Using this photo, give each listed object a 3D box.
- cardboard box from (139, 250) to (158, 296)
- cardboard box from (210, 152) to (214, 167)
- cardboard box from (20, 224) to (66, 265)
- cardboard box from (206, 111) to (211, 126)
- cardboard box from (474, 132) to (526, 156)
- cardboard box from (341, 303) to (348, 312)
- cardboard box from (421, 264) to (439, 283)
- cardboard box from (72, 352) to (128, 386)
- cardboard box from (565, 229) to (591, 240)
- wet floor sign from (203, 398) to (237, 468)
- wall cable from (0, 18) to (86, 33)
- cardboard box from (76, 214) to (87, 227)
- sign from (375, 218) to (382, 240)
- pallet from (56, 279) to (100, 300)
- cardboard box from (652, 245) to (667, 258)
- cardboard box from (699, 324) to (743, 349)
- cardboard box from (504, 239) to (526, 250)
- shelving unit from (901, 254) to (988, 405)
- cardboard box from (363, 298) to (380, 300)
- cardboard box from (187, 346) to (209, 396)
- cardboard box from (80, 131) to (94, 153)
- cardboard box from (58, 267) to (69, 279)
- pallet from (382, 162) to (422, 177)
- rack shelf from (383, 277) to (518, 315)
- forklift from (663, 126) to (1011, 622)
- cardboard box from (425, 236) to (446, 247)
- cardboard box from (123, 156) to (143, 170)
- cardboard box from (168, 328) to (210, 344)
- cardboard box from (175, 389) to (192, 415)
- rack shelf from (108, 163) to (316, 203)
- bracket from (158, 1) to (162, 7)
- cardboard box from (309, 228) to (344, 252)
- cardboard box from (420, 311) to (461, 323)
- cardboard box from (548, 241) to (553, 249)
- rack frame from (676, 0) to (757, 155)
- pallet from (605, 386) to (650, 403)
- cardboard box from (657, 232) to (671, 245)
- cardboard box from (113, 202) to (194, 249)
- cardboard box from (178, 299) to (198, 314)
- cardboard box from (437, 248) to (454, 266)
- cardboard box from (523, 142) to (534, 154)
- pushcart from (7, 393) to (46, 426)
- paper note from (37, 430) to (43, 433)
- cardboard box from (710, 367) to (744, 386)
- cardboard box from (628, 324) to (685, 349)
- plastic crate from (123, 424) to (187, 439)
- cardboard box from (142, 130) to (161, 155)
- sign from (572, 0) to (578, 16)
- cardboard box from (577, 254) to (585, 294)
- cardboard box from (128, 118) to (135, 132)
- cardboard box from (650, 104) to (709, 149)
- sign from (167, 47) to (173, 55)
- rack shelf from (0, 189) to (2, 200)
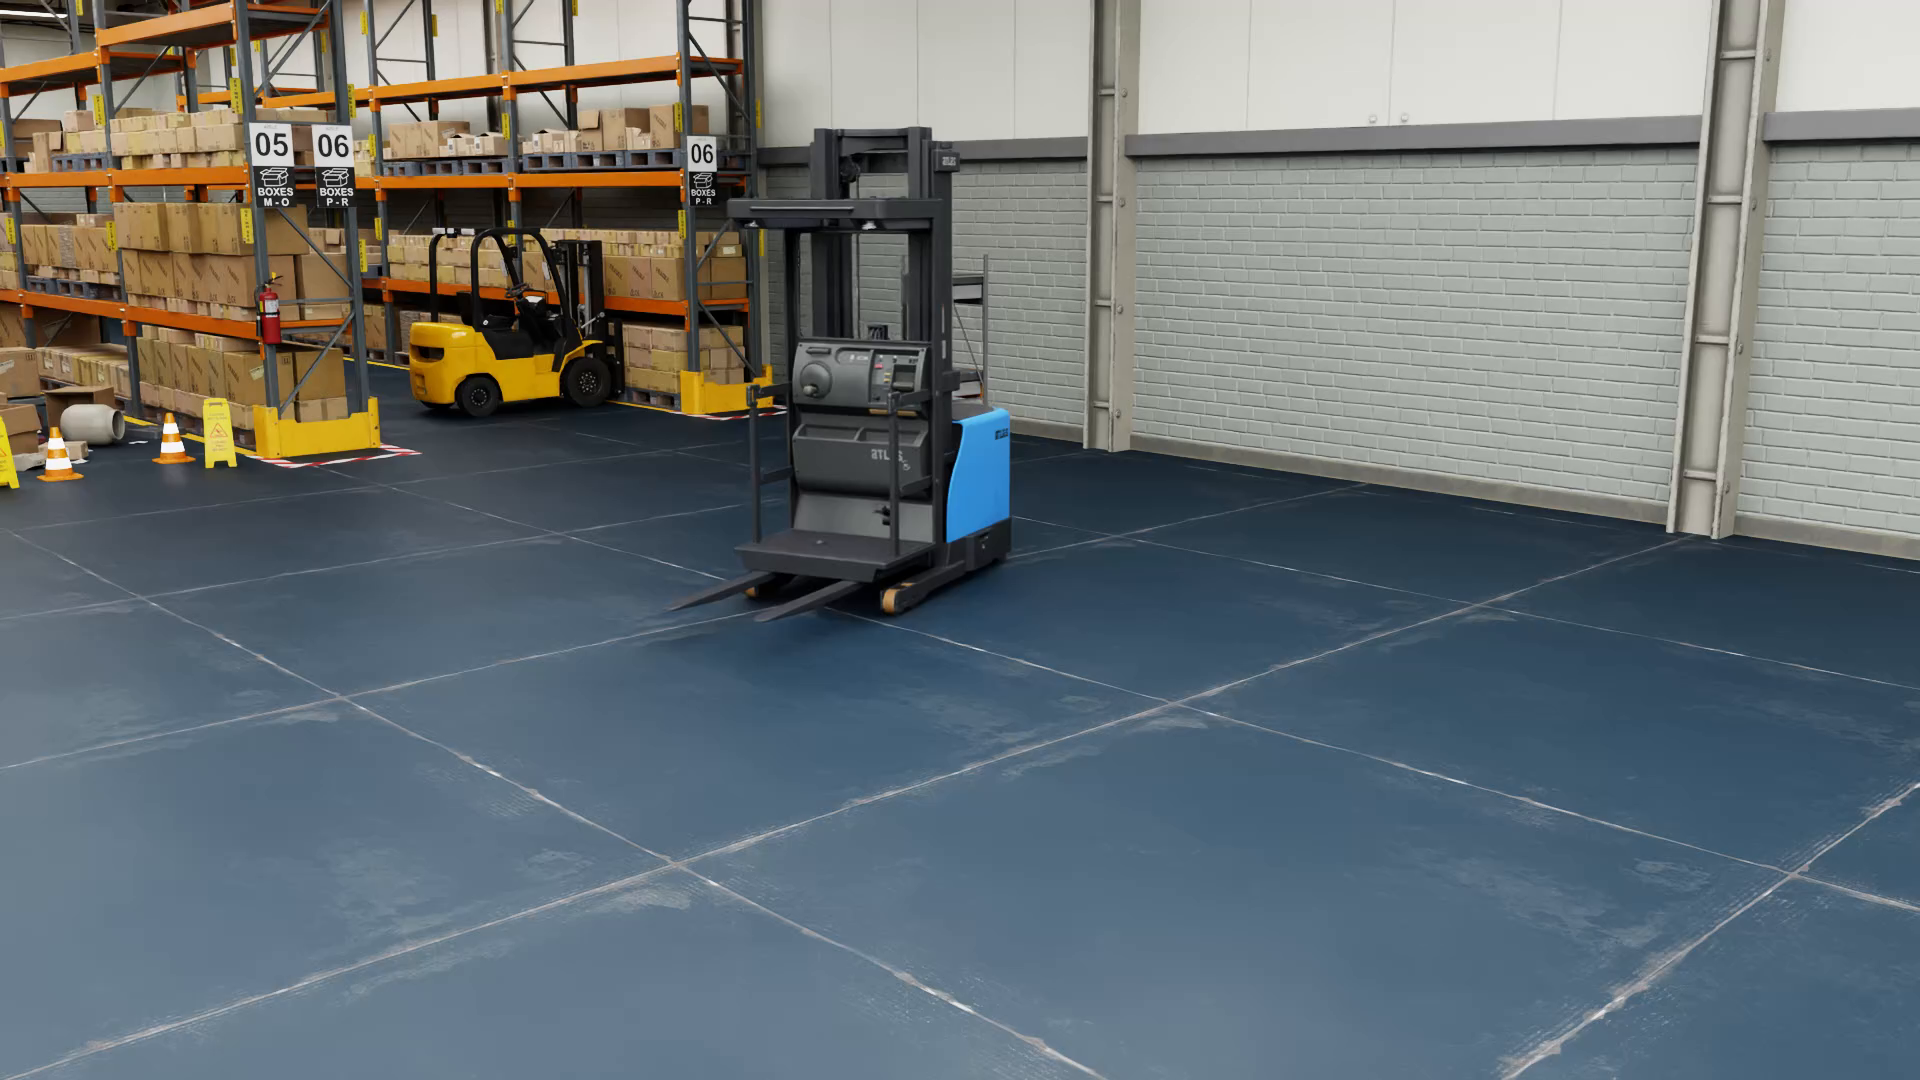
[{"bbox_3d":[-8.699,-2.962,18.367,0.500,0.500,0.500,-11,16,-43],"label":"cardboard box"},{"bbox_3d":[-7.332,-3.837,16.790,0.380,0.149,0.250,-11,16,-42],"label":"cardboard box"},{"bbox_3d":[-11.784,-3.826,21.523,0.500,0.500,0.500,11,16,44],"label":"cardboard box"},{"bbox_3d":[-7.327,-4.223,16.688,0.380,0.149,0.250,-11,16,-42],"label":"cardboard box"},{"bbox_3d":[-6.253,-5.384,22.609,0.500,0.311,0.500,11,16,43],"label":"cardboard box"},{"bbox_3d":[-9.759,-3.749,26.722,0.250,0.149,0.380,11,16,42],"label":"cardboard box"},{"bbox_3d":[-7.506,-3.895,24.257,0.500,0.250,0.500,11,16,43],"label":"cardboard box"},{"bbox_3d":[-10.509,-2.140,20.839,0.950,0.372,0.625,-10,15,-41],"label":"cardboard box"},{"bbox_3d":[-4.841,-3.909,21.359,0.380,0.149,0.250,-11,16,-43],"label":"cardboard box"},{"bbox_3d":[-7.045,-1.026,15.793,0.267,0.644,0.232,-5,13,-23],"label":"wet floor sign"},{"bbox_3d":[-18.997,-8.926,33.342,2.988,3.039,0.133,-11,16,-43],"label":"wall cable"},{"bbox_3d":[-10.339,-3.829,19.932,0.250,0.149,0.380,11,16,43],"label":"cardboard box"},{"bbox_3d":[-8.726,-4.667,24.958,0.100,0.325,0.005,-11,16,-43],"label":"sign"},{"bbox_3d":[-10.531,-3.147,20.726,1.003,0.211,1.213,-11,16,-43],"label":"pallet"},{"bbox_3d":[-3.455,-3.460,19.916,0.380,0.149,0.250,-11,16,-42],"label":"cardboard box"},{"bbox_3d":[-3.010,-2.494,20.377,0.500,0.250,0.500,-11,16,-43],"label":"cardboard box"},{"bbox_3d":[-5.974,-4.018,22.624,0.380,0.149,0.250,-10,15,-41],"label":"cardboard box"},{"bbox_3d":[-0.114,-1.053,12.317,0.431,2.100,0.503,-11,16,-43],"label":"shelving unit"},{"bbox_3d":[-9.715,-3.902,27.465,0.380,0.149,0.250,-11,16,-42],"label":"cardboard box"},{"bbox_3d":[-7.851,-1.813,17.694,0.500,0.500,0.500,11,16,44],"label":"cardboard box"},{"bbox_3d":[-10.019,-4.681,19.595,0.500,0.250,0.500,-11,16,-42],"label":"cardboard box"},{"bbox_3d":[-11.113,-3.373,20.933,0.380,0.149,0.250,-10,15,-39],"label":"cardboard box"},{"bbox_3d":[-7.806,-5.506,24.737,1.213,0.211,1.003,-10,15,-40],"label":"pallet"},{"bbox_3d":[-6.959,-3.572,24.097,1.077,0.370,4.000,-11,16,-43],"label":"rack shelf"},{"bbox_3d":[-0.731,-1.075,10.364,1.130,2.935,3.031,6,13,25],"label":"forklift"},{"bbox_3d":[-7.567,-4.353,24.253,0.380,0.149,0.250,-11,16,-42],"label":"cardboard box"},{"bbox_3d":[-8.988,-4.160,18.359,0.380,0.149,0.250,-11,16,-42],"label":"cardboard box"},{"bbox_3d":[-8.365,-2.220,18.060,0.380,0.149,0.250,-10,15,-39],"label":"cardboard box"},{"bbox_3d":[-8.208,-1.522,18.138,0.500,0.250,0.500,-11,16,-43],"label":"cardboard box"},{"bbox_3d":[-7.784,-3.765,17.601,1.077,0.370,4.000,-11,16,-43],"label":"rack shelf"},{"bbox_3d":[-15.618,-10.615,32.713,0.235,0.232,0.430,-11,16,-43],"label":"bracket"},{"bbox_3d":[-10.030,-4.762,26.805,0.700,0.500,0.500,-11,16,-43],"label":"cardboard box"},{"bbox_3d":[-7.462,-3.071,24.730,0.875,0.625,0.625,-10,15,-41],"label":"cardboard box"},{"bbox_3d":[-5.167,-3.844,21.780,0.380,0.149,0.250,-11,16,-43],"label":"cardboard box"},{"bbox_3d":[-2.815,-5.987,19.169,1.000,3.000,0.127,-11,16,-43],"label":"rack frame"},{"bbox_3d":[-4.212,-1.966,21.433,1.003,0.211,1.213,-11,16,-43],"label":"pallet"},{"bbox_3d":[-3.408,-3.615,19.933,0.380,0.149,0.250,-11,16,-42],"label":"cardboard box"},{"bbox_3d":[-9.018,-3.530,18.648,0.700,0.500,0.500,-11,16,-43],"label":"cardboard box"},{"bbox_3d":[-8.108,-2.505,17.761,0.380,0.149,0.250,-11,16,-43],"label":"cardboard box"},{"bbox_3d":[-7.146,-4.065,23.843,0.500,0.250,0.500,-11,16,-42],"label":"cardboard box"},{"bbox_3d":[-5.487,-5.125,21.754,0.380,0.149,0.250,-10,16,-41],"label":"cardboard box"},{"bbox_3d":[-10.779,-1.331,17.935,0.936,0.377,1.648,6,13,26],"label":"pushcart"},{"bbox_3d":[-10.033,-1.171,18.018,0.148,0.019,0.142,-11,16,-43],"label":"paper note"},{"bbox_3d":[-3.013,-2.006,20.489,0.500,0.250,0.500,-11,16,-42],"label":"cardboard box"},{"bbox_3d":[-3.716,-2.495,20.381,0.500,0.250,0.500,-11,16,-42],"label":"cardboard box"},{"bbox_3d":[-8.674,-1.167,17.875,0.583,0.080,0.402,6,13,26],"label":"plastic crate"},{"bbox_3d":[-8.360,-4.230,17.711,0.500,0.250,0.500,-11,16,-42],"label":"cardboard box"},{"bbox_3d":[-5.159,-7.179,22.250,0.100,0.325,0.005,-11,16,-43],"label":"sign"},{"bbox_3d":[-4.738,-3.433,21.391,0.500,0.500,0.500,-11,16,-43],"label":"cardboard box"},{"bbox_3d":[-8.807,-4.511,18.088,0.250,0.149,0.380,11,16,43],"label":"cardboard box"},{"bbox_3d":[-3.297,-4.852,19.558,0.500,0.500,0.500,-10,15,-41],"label":"cardboard box"},{"bbox_3d":[-14.257,-8.742,30.034,0.100,0.325,0.005,-11,16,-43],"label":"sign"},{"bbox_3d":[-16.071,-5.516,26.101,1.077,0.370,4.000,-11,16,-43],"label":"rack shelf"}]
